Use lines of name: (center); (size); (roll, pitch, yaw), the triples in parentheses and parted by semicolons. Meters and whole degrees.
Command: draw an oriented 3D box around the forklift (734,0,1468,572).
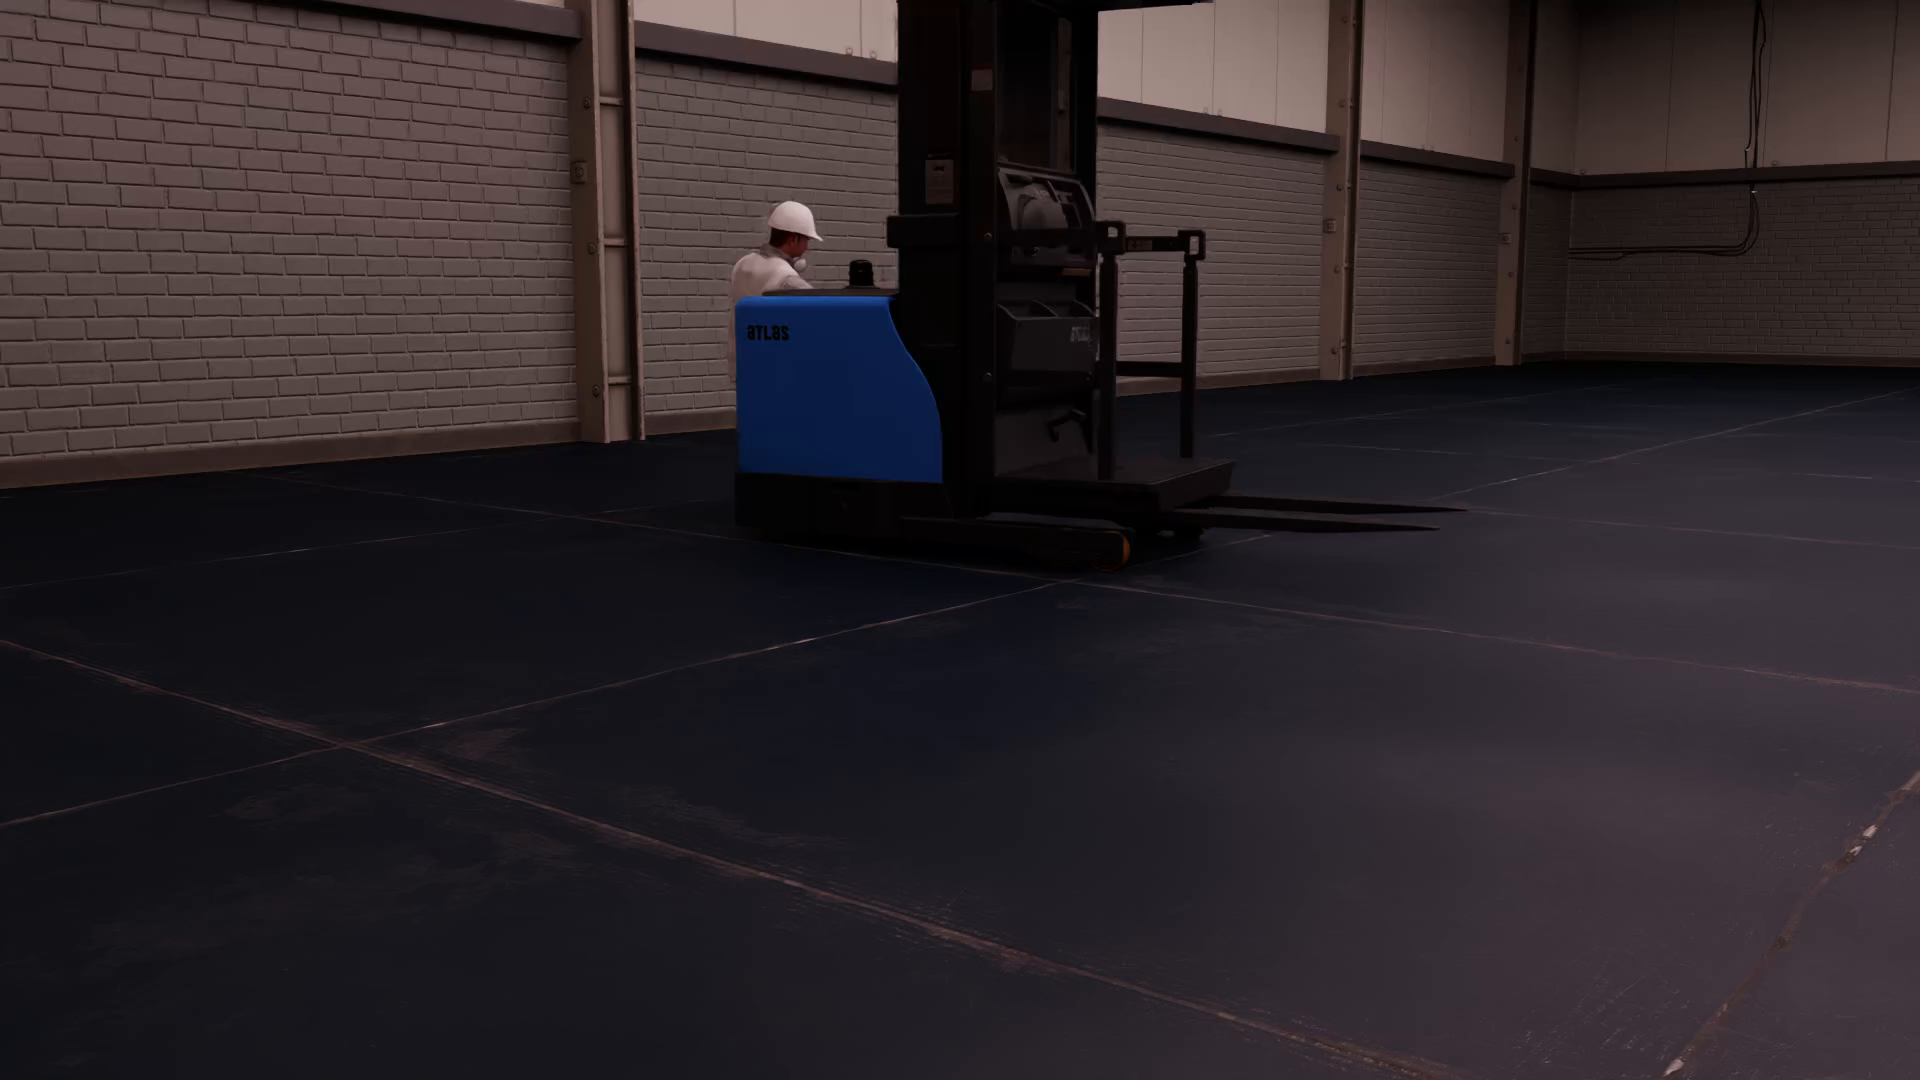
forklift: (0.556, -1.412, 6.935); (3.031, 2.935, 1.130); (4, 9, 26)

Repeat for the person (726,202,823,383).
person: (-0.780, -0.924, 8.502); (0.775, 1.569, 0.837); (-7, 11, -40)
